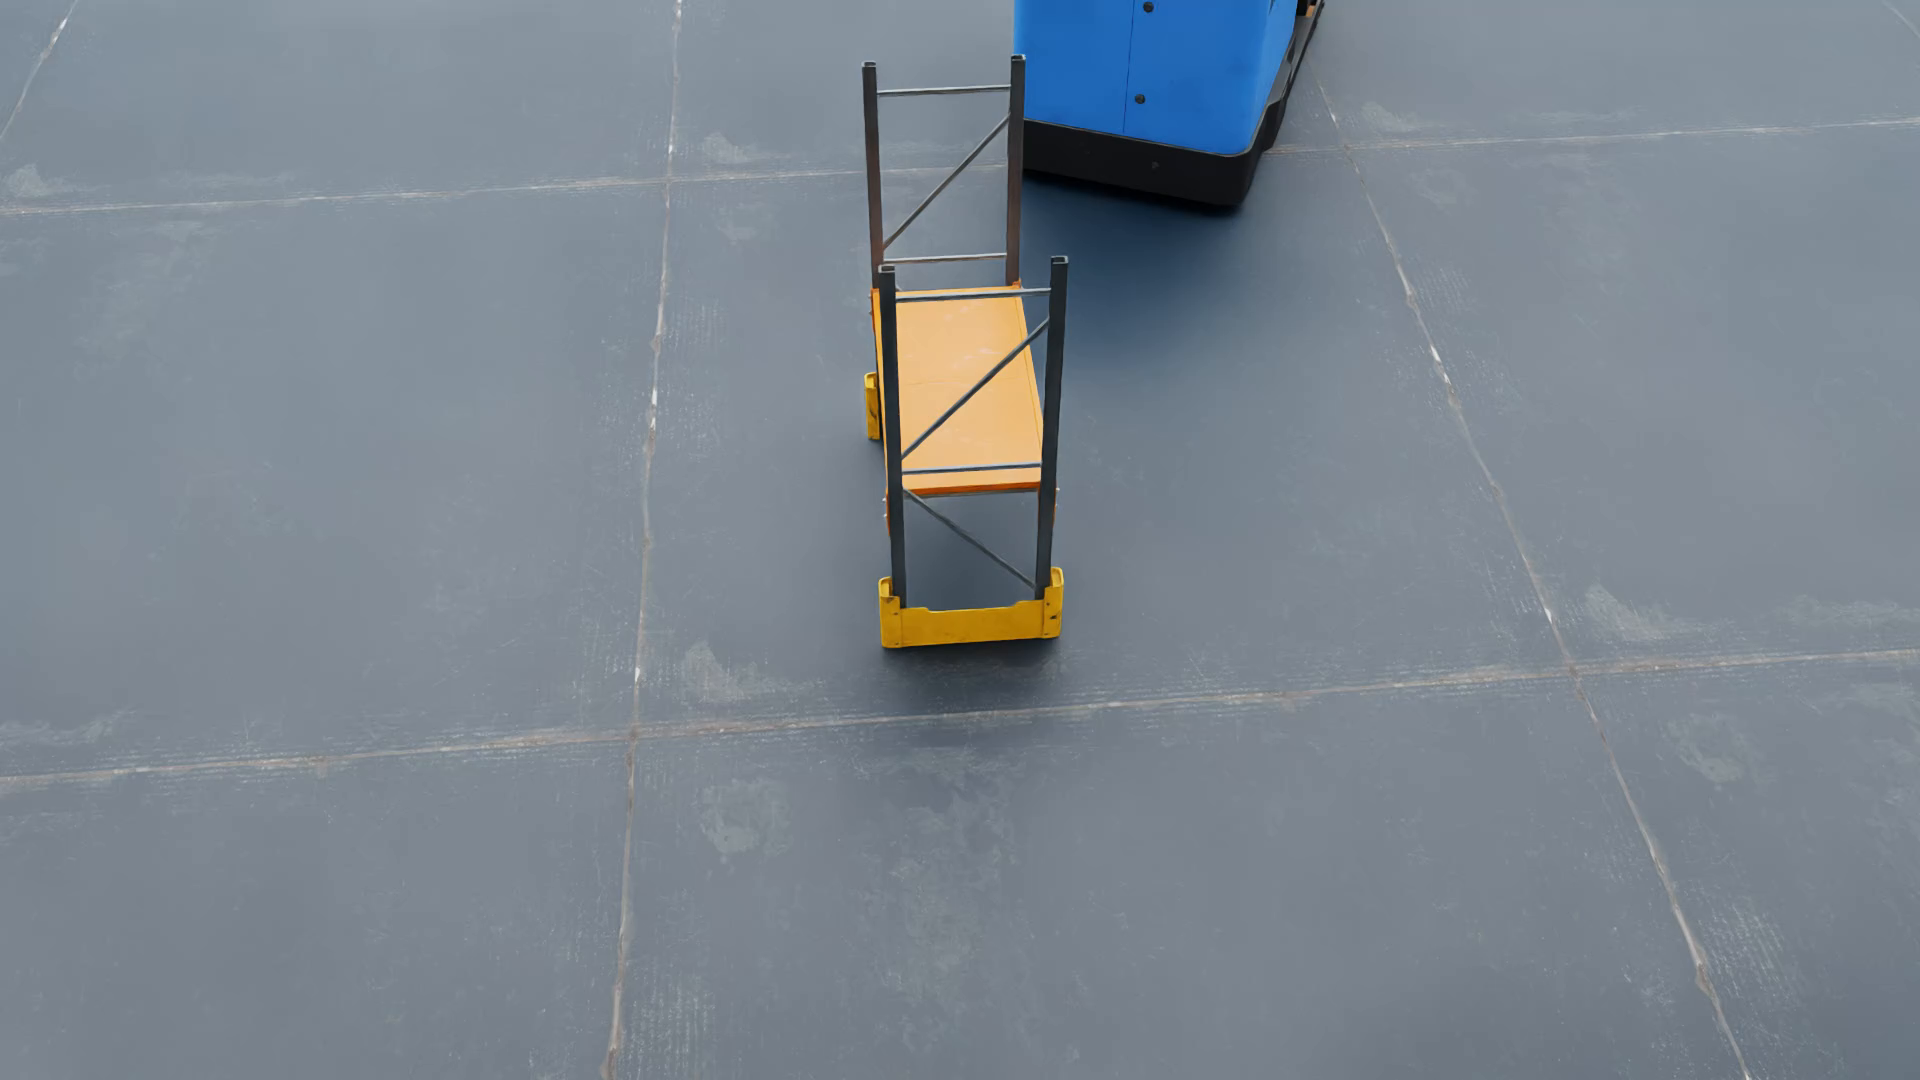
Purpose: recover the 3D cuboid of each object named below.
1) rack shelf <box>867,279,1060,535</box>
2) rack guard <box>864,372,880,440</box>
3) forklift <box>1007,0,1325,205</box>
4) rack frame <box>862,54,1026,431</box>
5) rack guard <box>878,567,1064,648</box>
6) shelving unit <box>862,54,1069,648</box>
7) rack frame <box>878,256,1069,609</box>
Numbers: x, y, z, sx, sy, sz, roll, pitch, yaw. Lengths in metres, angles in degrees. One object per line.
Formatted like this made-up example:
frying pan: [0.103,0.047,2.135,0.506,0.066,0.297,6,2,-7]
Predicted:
rack shelf: [-0.007,-0.454,5.395,0.538,0.185,1.000,-3,47,-3]
rack guard: [-0.048,-0.501,6.053,0.587,0.250,0.087,-3,47,-3]
forklift: [1.157,-3.506,7.052,1.130,2.935,3.031,14,48,13]
rack frame: [-0.050,-0.945,5.612,0.500,1.500,0.032,-3,47,-3]
rack guard: [0.035,0.219,5.370,0.587,0.250,0.087,-3,47,-3]
shelving unit: [-0.006,-0.571,5.258,0.587,1.500,1.083,-3,47,-3]
rack frame: [0.035,-0.210,4.916,0.500,1.500,0.032,-3,47,-3]
